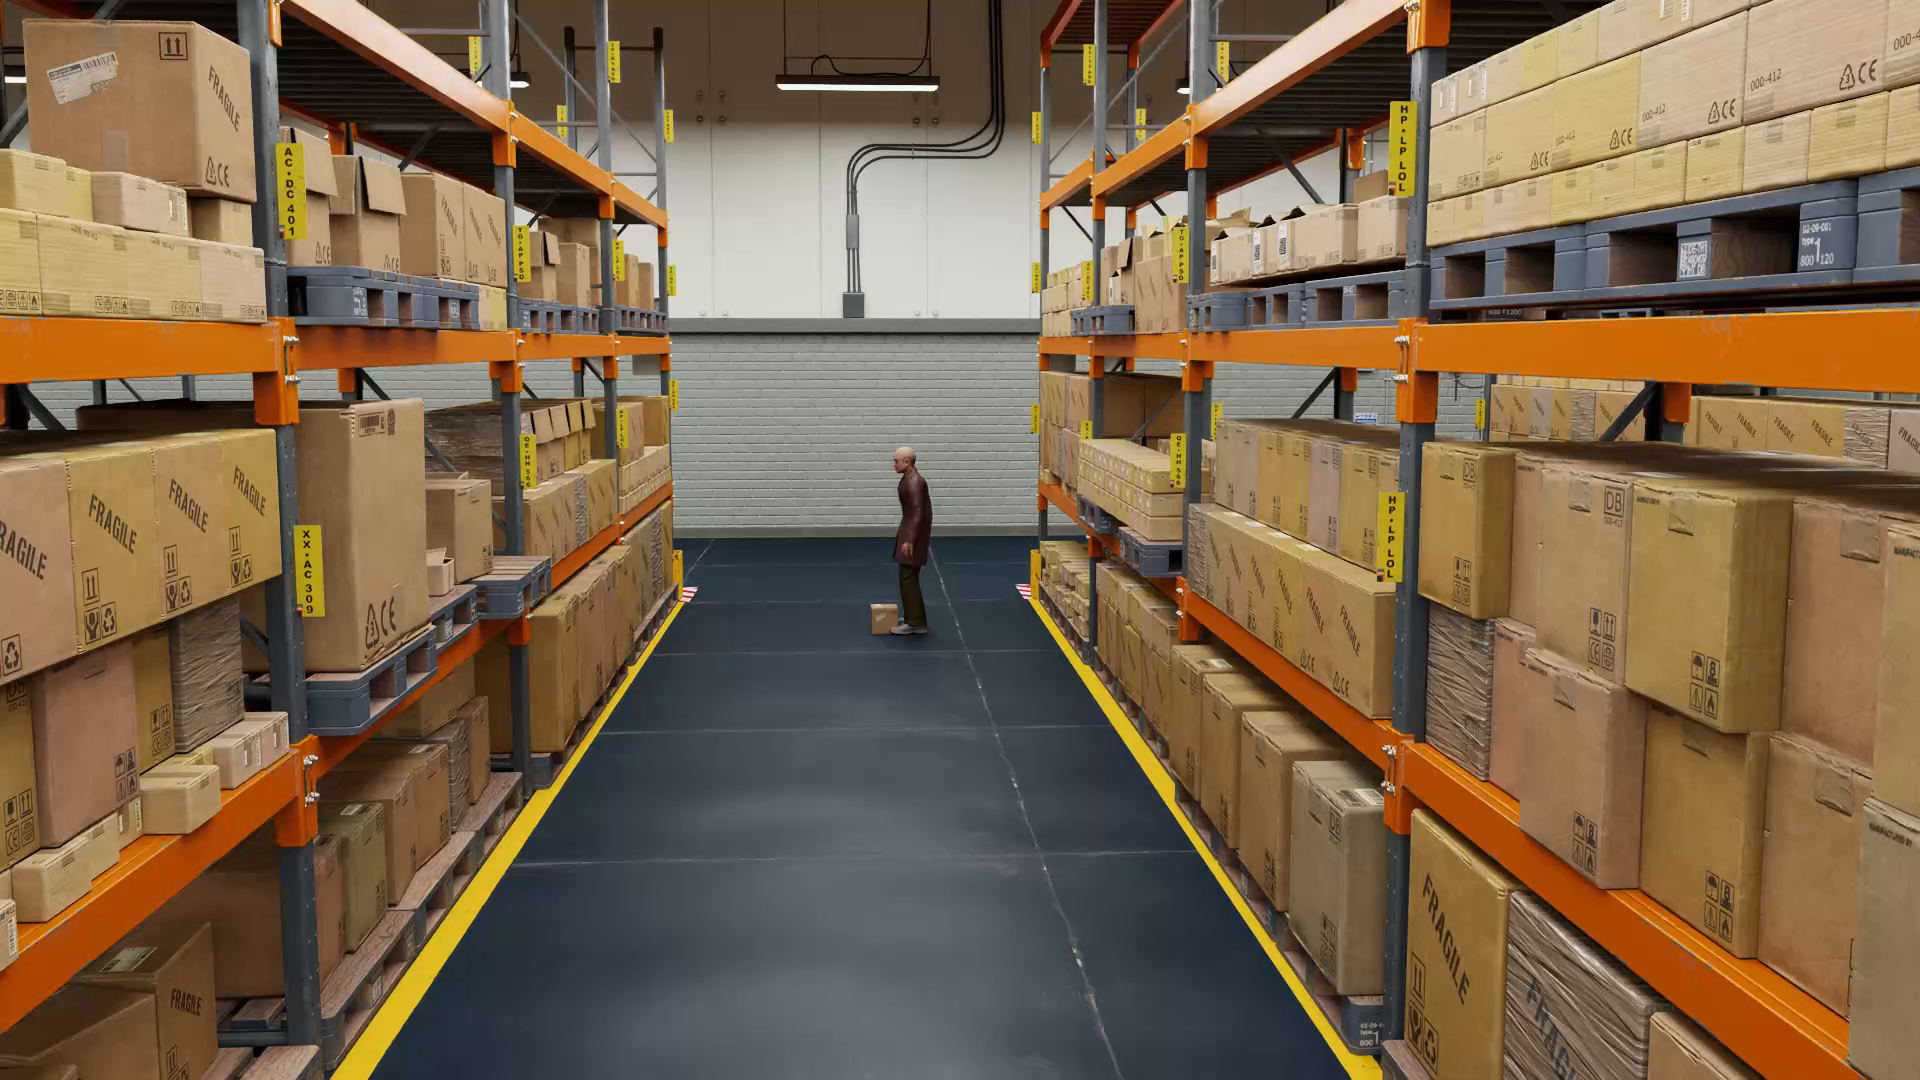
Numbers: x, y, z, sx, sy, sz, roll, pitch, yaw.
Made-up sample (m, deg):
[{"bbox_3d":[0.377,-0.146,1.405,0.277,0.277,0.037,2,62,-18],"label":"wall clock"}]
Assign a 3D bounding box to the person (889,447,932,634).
[{"bbox_3d":[-0.476,-0.002,15.816,0.420,1.775,0.655,-1,7,-7],"label":"person"}]
